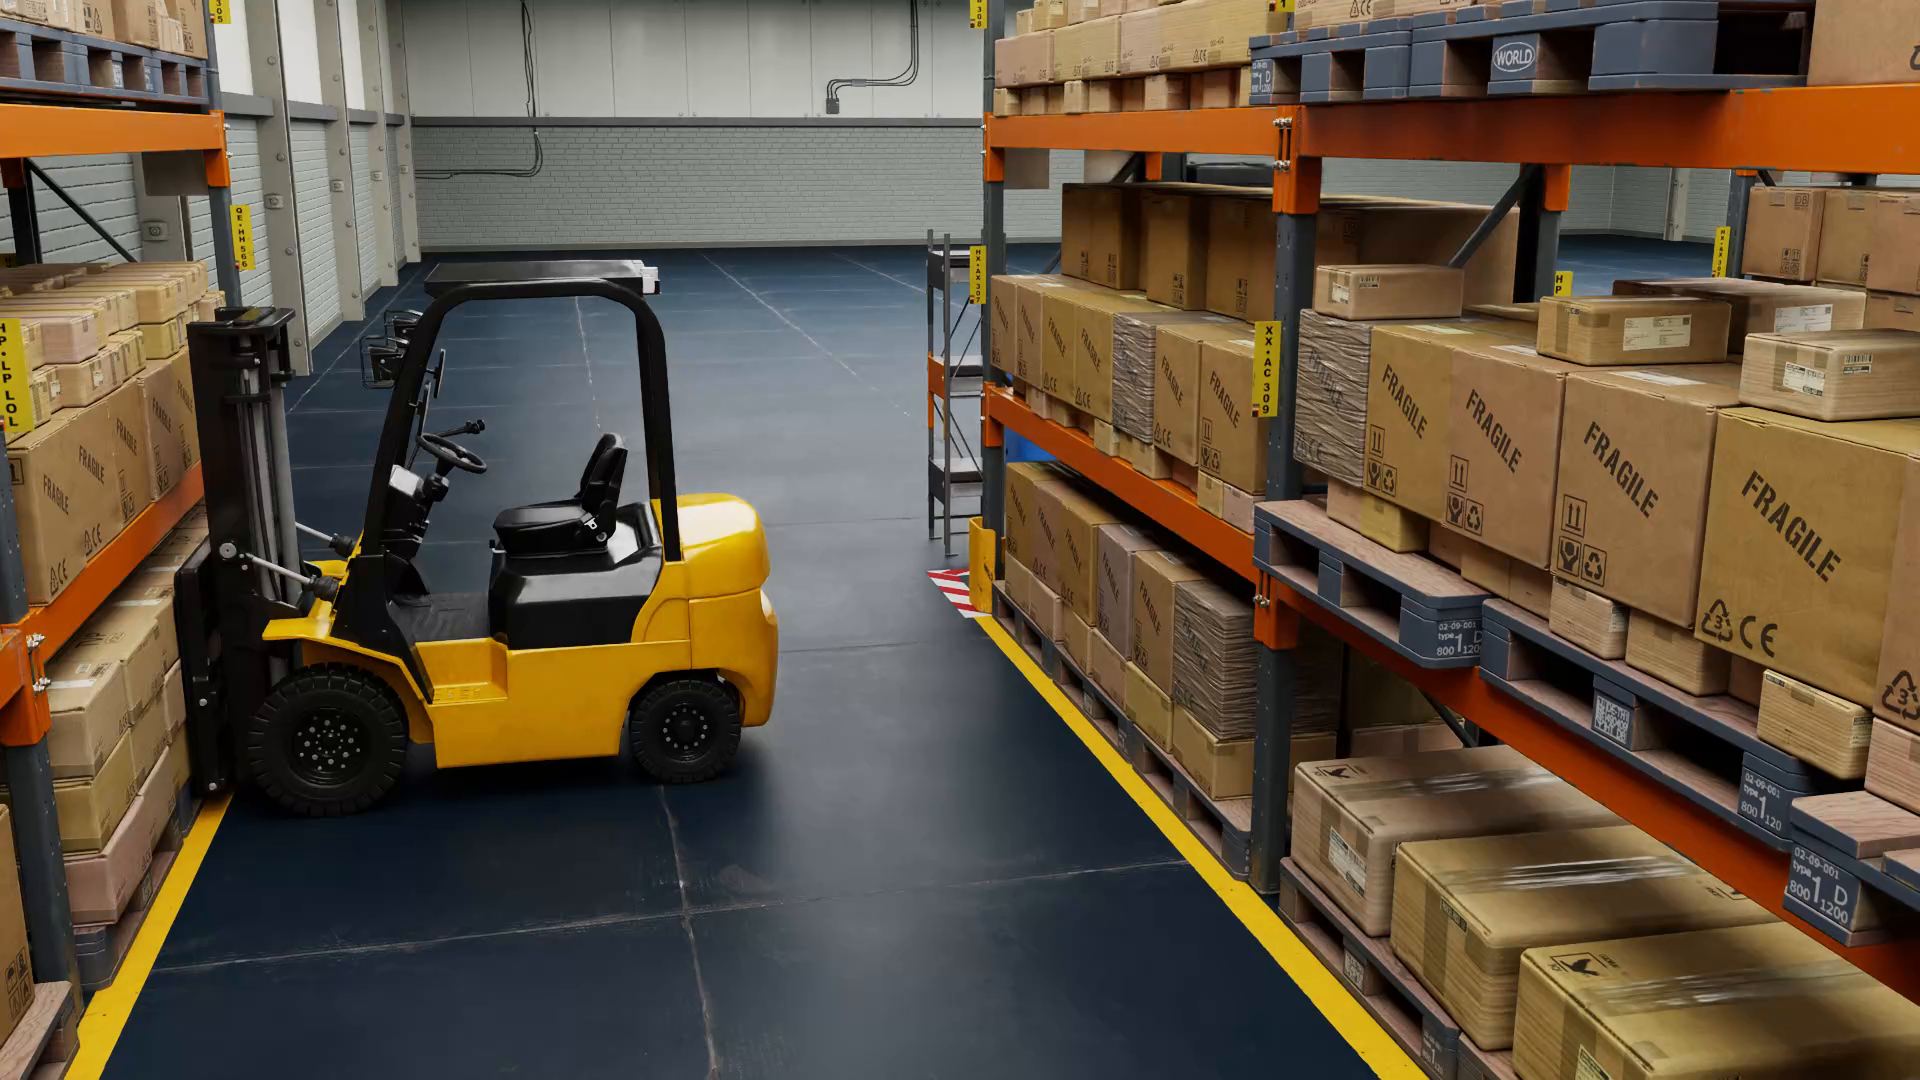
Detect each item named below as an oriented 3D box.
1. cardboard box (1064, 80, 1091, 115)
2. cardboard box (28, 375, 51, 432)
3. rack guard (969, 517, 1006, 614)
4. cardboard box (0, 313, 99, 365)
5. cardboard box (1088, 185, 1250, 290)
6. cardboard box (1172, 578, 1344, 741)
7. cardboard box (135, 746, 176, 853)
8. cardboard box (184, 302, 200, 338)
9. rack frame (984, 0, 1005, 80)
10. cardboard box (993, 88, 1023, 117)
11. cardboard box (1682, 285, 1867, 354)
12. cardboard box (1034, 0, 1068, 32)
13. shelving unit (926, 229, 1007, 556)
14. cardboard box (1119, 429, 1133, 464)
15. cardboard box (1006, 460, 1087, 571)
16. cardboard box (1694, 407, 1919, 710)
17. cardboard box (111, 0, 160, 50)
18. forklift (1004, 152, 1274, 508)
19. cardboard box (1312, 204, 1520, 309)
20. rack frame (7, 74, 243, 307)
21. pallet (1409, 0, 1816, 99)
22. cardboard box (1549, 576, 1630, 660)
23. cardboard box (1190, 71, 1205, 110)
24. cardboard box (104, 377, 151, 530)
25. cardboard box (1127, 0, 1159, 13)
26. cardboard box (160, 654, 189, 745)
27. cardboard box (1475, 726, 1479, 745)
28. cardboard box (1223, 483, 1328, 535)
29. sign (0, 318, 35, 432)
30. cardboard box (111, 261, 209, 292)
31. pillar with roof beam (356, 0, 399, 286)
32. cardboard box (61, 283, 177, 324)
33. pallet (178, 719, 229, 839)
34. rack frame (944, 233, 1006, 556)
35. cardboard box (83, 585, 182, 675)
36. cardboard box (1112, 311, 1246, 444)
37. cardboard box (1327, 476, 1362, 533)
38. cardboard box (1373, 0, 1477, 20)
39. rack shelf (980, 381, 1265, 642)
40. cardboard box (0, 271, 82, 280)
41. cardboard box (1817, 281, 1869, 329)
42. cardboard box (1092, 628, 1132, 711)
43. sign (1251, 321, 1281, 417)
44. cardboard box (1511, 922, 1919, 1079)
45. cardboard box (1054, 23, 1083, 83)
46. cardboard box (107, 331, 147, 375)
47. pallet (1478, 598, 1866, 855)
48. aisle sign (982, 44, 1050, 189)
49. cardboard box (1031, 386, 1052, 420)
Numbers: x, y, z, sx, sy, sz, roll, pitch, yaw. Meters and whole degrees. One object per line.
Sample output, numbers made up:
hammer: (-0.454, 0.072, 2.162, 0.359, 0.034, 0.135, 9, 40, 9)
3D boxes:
cardboard box: (0.702, -2.058, 7.738, 0.380, 0.149, 0.250, -3, 14, -13)
cardboard box: (-3.134, -0.426, 5.274, 0.380, 0.149, 0.250, -3, 14, -12)
rack guard: (0.650, 0.117, 9.896, 1.175, 0.500, 0.348, -3, 14, -13)
cardboard box: (-3.217, -0.692, 5.734, 0.380, 0.149, 0.250, -3, 14, -12)
cardboard box: (1.076, -1.571, 8.593, 0.700, 0.500, 0.500, -3, 14, -13)
cardboard box: (1.172, 0.454, 6.579, 0.500, 0.500, 0.500, -3, 14, -14)
cardboard box: (-3.179, 0.971, 6.042, 0.500, 0.250, 0.500, -4, 14, -14)
cardboard box: (-3.748, -1.016, 7.689, 0.380, 0.149, 0.250, -3, 14, -12)
rack frame: (0.632, -4.029, 8.959, 1.000, 3.000, 0.127, -3, 14, -13)
cardboard box: (0.394, -2.356, 8.957, 0.380, 0.149, 0.250, -3, 14, -13)
cardboard box: (2.161, -0.590, 4.434, 0.380, 0.149, 0.250, -4, 14, -16)
cardboard box: (0.577, -2.564, 8.129, 0.380, 0.149, 0.250, -3, 14, -13)
shelving unit: (0.039, -0.982, 11.022, 0.431, 2.100, 0.503, -3, 14, -13)
cardboard box: (0.927, -0.422, 7.364, 0.380, 0.149, 0.250, -4, 14, -14)
cardboard box: (0.559, -0.141, 9.011, 0.500, 0.500, 0.500, -4, 14, -15)
cardboard box: (1.882, 0.009, 3.347, 0.500, 0.500, 0.500, -4, 14, -17)
cardboard box: (-3.708, -2.265, 6.753, 0.700, 0.500, 0.500, -3, 14, -13)
forklift: (1.817, -1.640, 11.963, 3.031, 2.935, 1.130, -2, 14, -8)
cardboard box: (1.679, -0.985, 6.193, 0.700, 0.500, 0.500, -3, 14, -14)
rack frame: (-4.192, -0.837, 8.535, 1.000, 3.000, 0.127, -3, 14, -13)
pallet: (1.860, -1.171, 3.974, 1.213, 0.211, 1.003, -3, 14, -13)
cardboard box: (1.673, 0.173, 4.043, 0.380, 0.149, 0.250, -3, 14, -11)
cardboard box: (1.130, -1.765, 6.541, 0.380, 0.149, 0.250, -4, 14, -15)
cardboard box: (-3.361, -0.316, 6.190, 0.500, 0.500, 0.500, -3, 14, -14)
cardboard box: (0.915, -2.271, 6.932, 0.380, 0.149, 0.250, -3, 14, -13)
cardboard box: (-3.293, 0.613, 6.454, 0.500, 0.250, 0.500, -3, 14, -14)
cardboard box: (2.643, 0.698, 7.512, 0.500, 0.500, 0.500, 7, 15, 26)
cardboard box: (1.200, -0.127, 6.157, 0.380, 0.149, 0.250, -3, 14, -14)
sign: (-2.727, -0.471, 4.763, 0.100, 0.325, 0.005, -3, 14, -13)
cardboard box: (-3.903, -1.275, 8.120, 0.380, 0.149, 0.250, -3, 14, -13)
pillar with roof beam: (-6.356, -9.317, 30.604, 9.100, 9.000, 0.400, -3, 14, -13)
cardboard box: (-3.506, -0.986, 6.938, 0.380, 0.149, 0.250, -3, 14, -12)
pallet: (-3.689, 0.972, 7.003, 1.003, 0.211, 1.213, -3, 14, -13)
rack frame: (0.096, -0.926, 10.791, 0.400, 2.100, 0.015, -3, 14, -13)
cardboard box: (-3.299, 0.370, 6.396, 0.500, 0.250, 0.500, -3, 14, -11)
cardboard box: (0.972, -0.712, 7.183, 0.500, 0.500, 0.500, -3, 14, -12)
cardboard box: (1.394, -0.129, 5.280, 0.380, 0.149, 0.250, -3, 14, -12)
cardboard box: (1.439, -1.506, 4.384, 0.500, 0.250, 0.500, -3, 14, -14)
rack shelf: (1.102, -0.304, 7.868, 1.077, 0.370, 4.000, -3, 14, -13)
cardboard box: (-4.216, -1.134, 7.544, 0.380, 0.149, 0.250, -3, 14, -12)
cardboard box: (5.701, -1.278, 10.023, 0.875, 0.550, 0.550, -3, 14, -13)
cardboard box: (0.922, 0.578, 7.649, 0.500, 0.250, 0.500, -3, 14, -12)
sign: (1.046, -0.581, 5.660, 0.100, 0.325, 0.005, -3, 14, -13)
cardboard box: (2.034, 1.327, 4.327, 0.950, 0.372, 0.625, -3, 14, -11)
cardboard box: (0.745, -2.278, 7.802, 0.500, 0.250, 0.500, -3, 14, -12)
cardboard box: (-3.415, -0.724, 6.494, 0.380, 0.149, 0.250, -4, 14, -14)
pallet: (2.006, 0.369, 3.999, 1.003, 0.211, 1.213, -3, 14, -13)
aisle sign: (0.316, -2.375, 9.350, 0.394, 0.787, 0.004, -3, 14, -13)
cardboard box: (0.582, -0.719, 8.578, 0.380, 0.149, 0.250, -3, 14, -12)
